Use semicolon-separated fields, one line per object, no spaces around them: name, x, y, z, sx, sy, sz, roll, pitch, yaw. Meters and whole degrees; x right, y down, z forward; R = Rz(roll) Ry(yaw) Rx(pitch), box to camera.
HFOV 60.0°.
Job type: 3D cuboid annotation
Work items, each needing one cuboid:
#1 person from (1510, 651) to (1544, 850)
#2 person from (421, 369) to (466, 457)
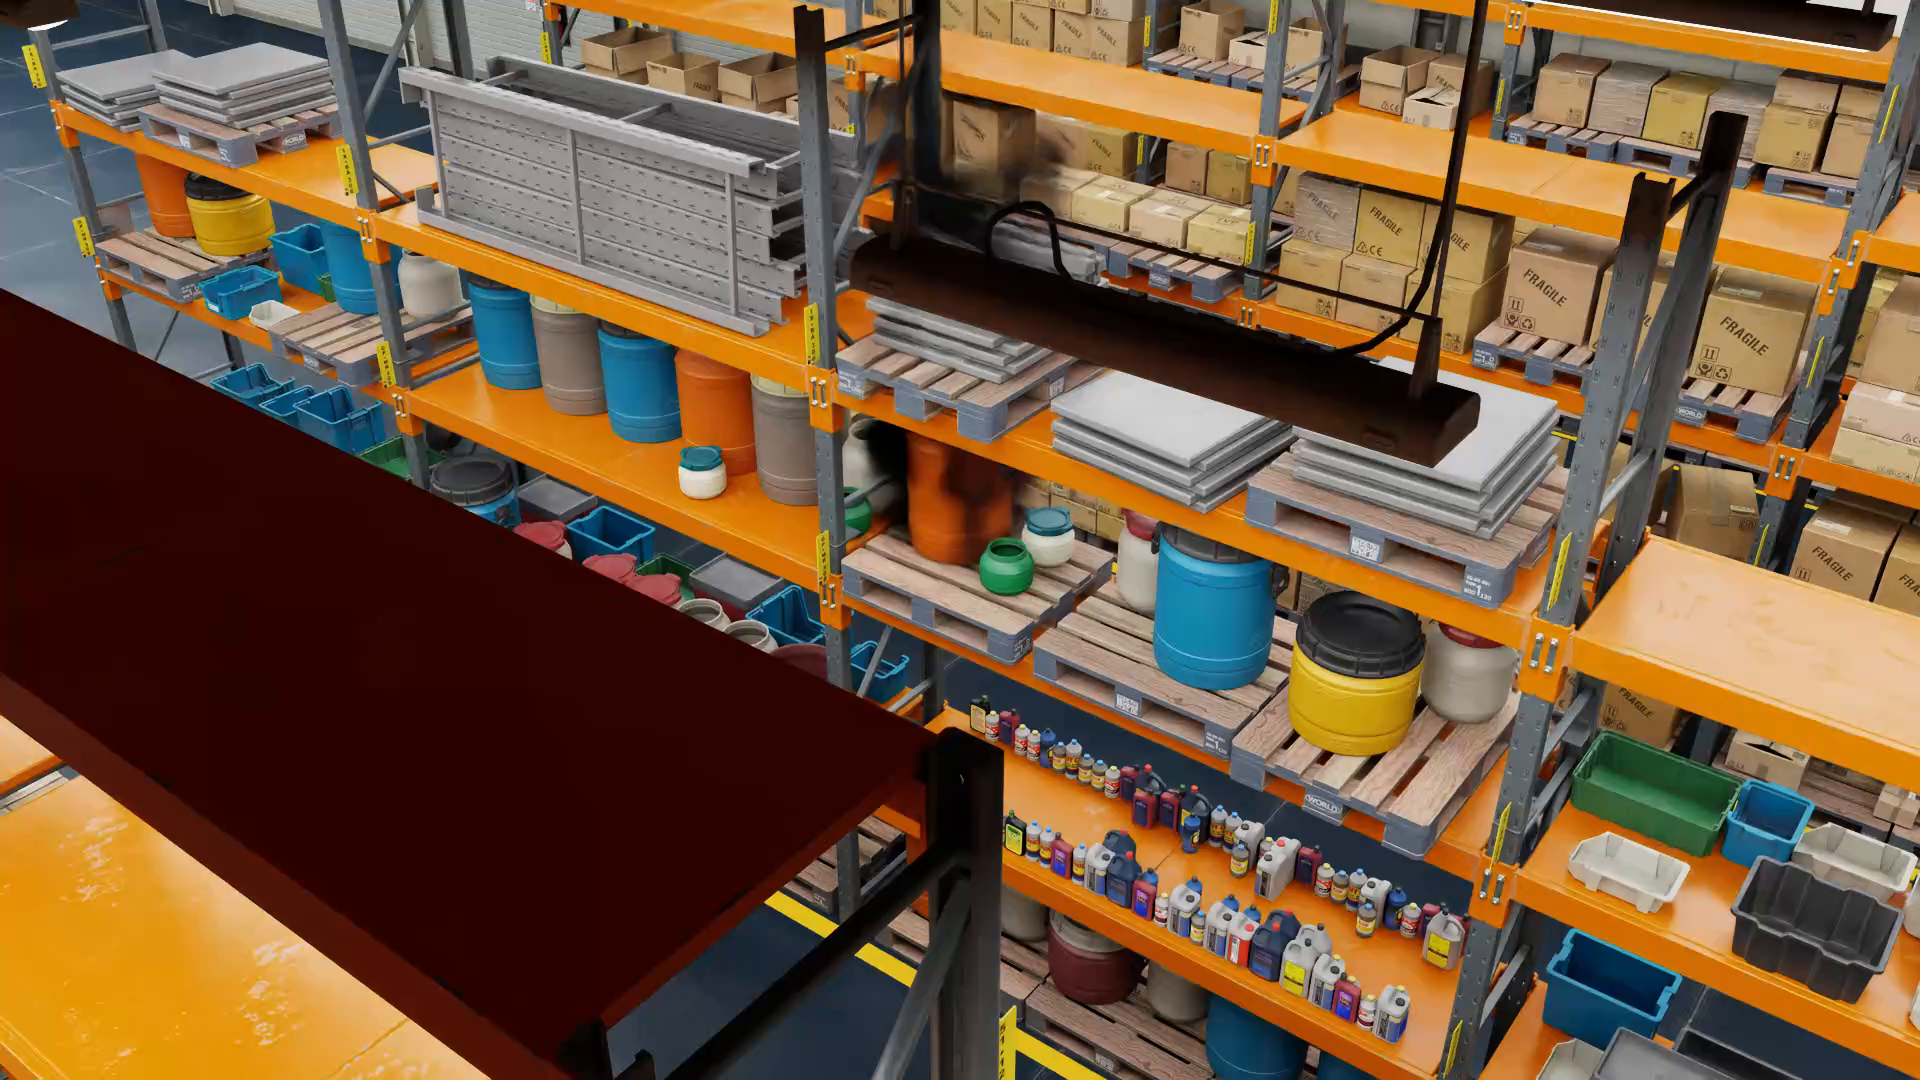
person;3.734;1.477;11.231;0.823;1.675;0.628;14;34;21
person;-4.852;-1.092;15.545;0.670;1.591;0.581;25;40;35
